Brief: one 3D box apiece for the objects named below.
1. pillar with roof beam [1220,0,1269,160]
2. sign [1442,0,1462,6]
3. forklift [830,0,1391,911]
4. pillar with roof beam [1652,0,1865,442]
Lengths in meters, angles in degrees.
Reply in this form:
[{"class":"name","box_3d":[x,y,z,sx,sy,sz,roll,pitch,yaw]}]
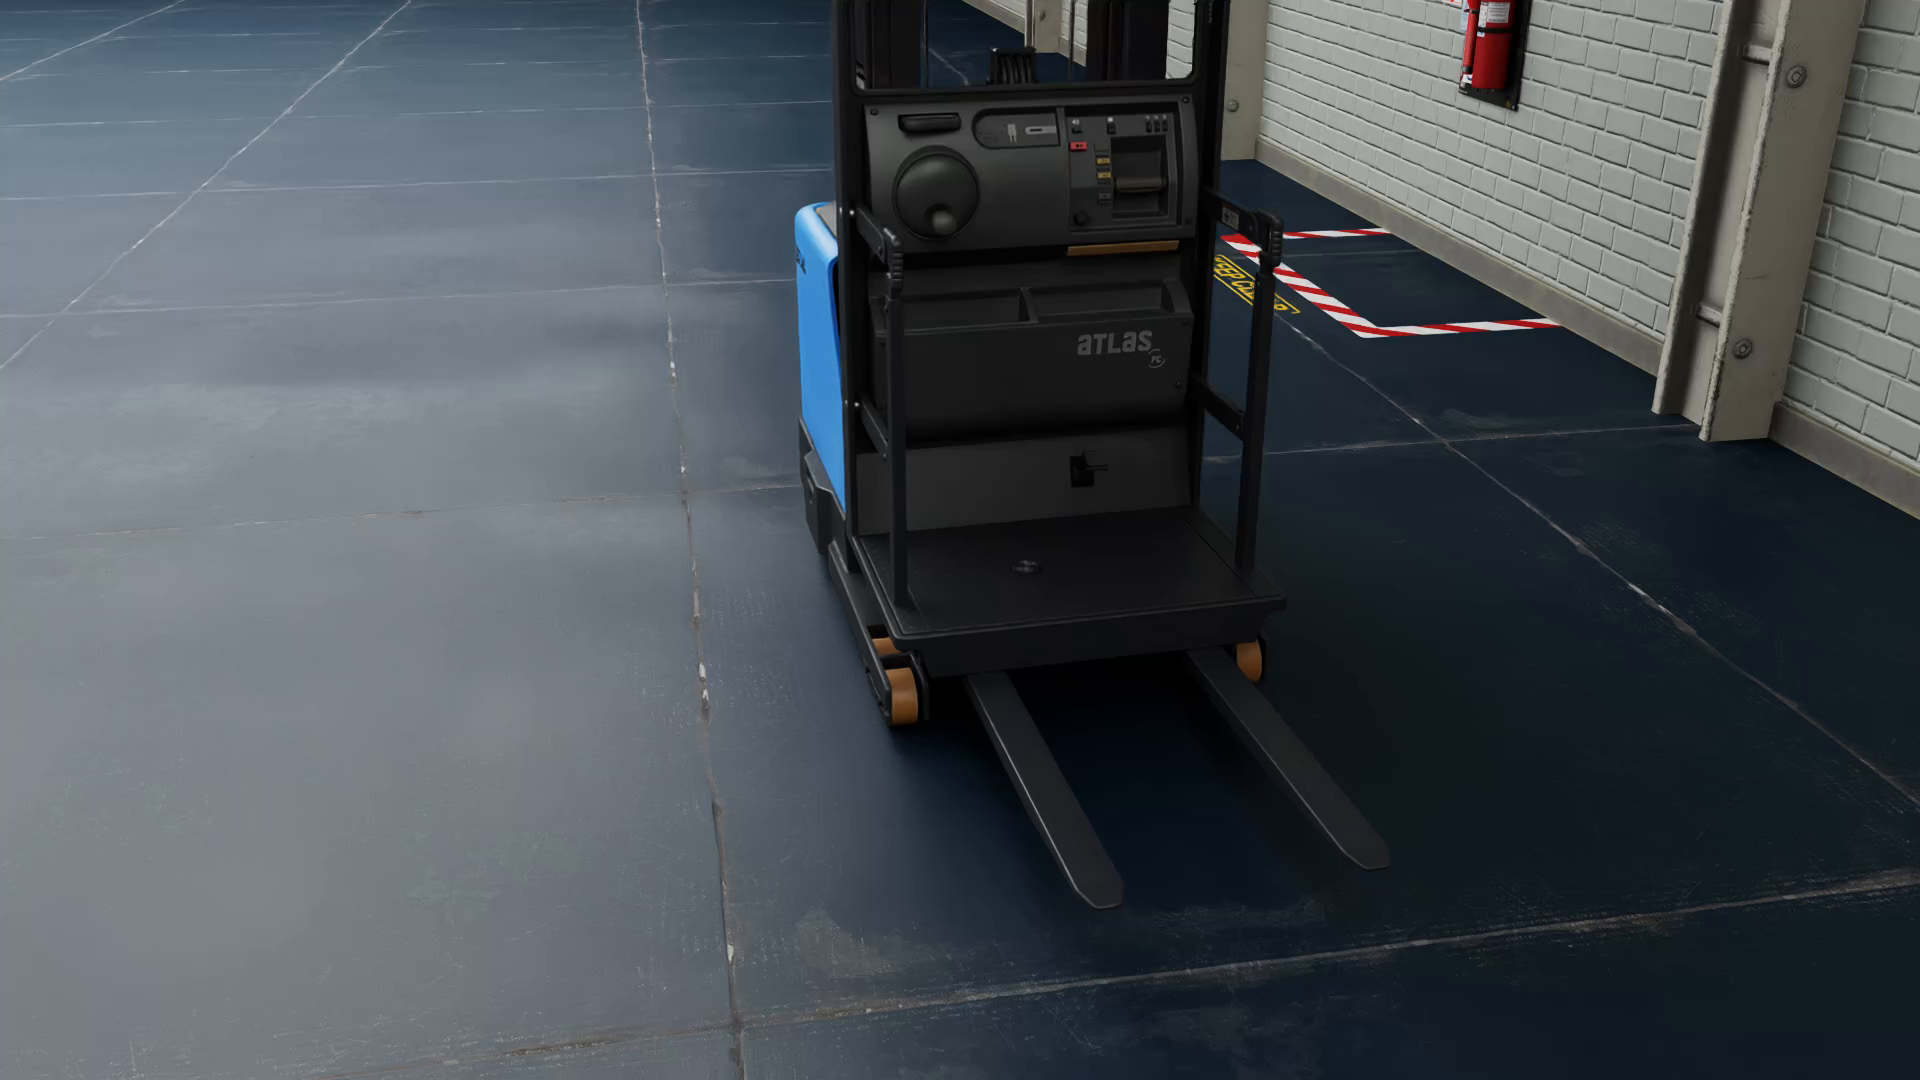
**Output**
[{"class":"pillar with roof beam","box_3d":[-2.242,-6.647,9.726,9.100,9.000,0.400,-4,24,-10]},{"class":"sign","box_3d":[2.678,-3.073,8.993,0.001,0.329,0.234,-4,24,-10]},{"class":"forklift","box_3d":[0.246,-0.994,4.364,1.110,2.935,3.031,-5,24,-12]},{"class":"pillar with roof beam","box_3d":[-1.133,-4.287,4.323,9.100,9.000,0.400,-4,24,-10]}]
